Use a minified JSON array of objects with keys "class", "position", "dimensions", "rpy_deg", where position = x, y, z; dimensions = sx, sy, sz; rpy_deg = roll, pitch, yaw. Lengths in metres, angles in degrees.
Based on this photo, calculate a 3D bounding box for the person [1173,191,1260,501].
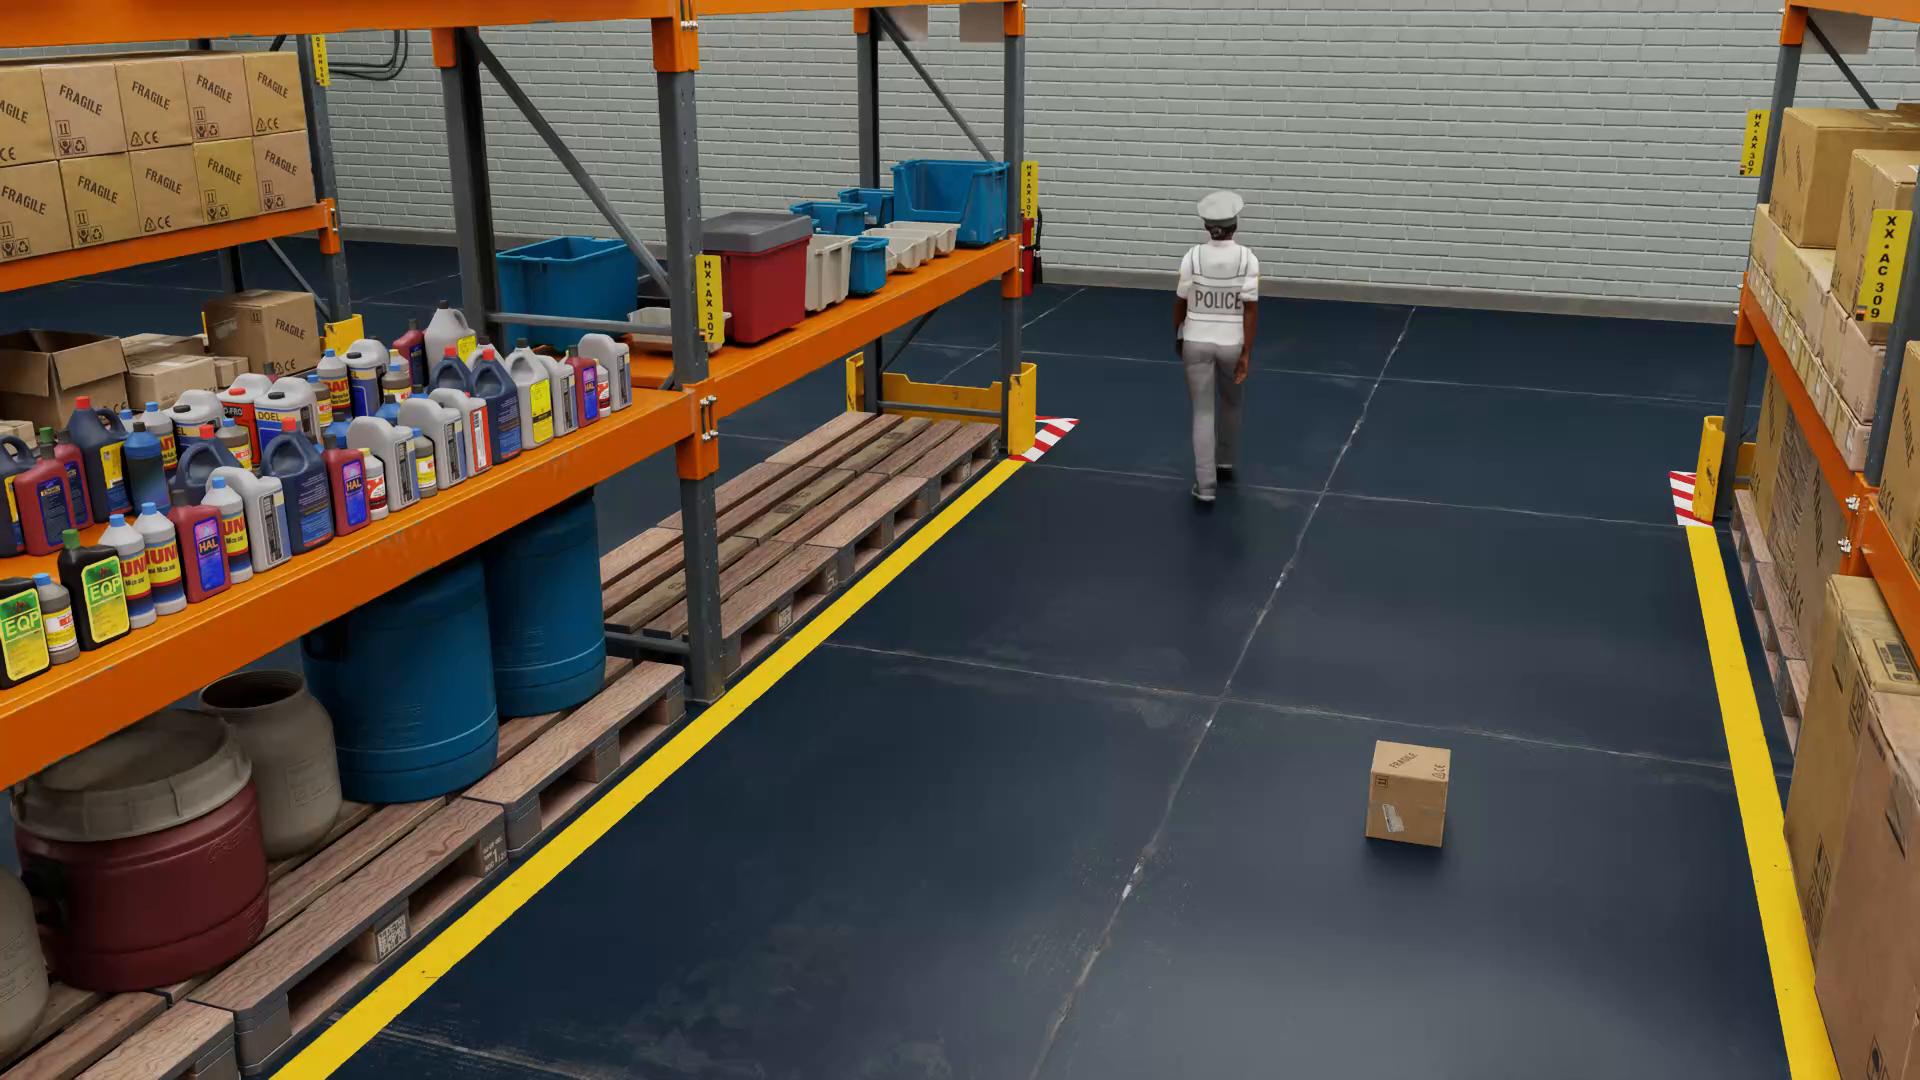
[{"class":"person","position":[1.400,-1.110,9.235],"dimensions":[0.449,1.653,0.914],"rpy_deg":[1,19,4]}]
